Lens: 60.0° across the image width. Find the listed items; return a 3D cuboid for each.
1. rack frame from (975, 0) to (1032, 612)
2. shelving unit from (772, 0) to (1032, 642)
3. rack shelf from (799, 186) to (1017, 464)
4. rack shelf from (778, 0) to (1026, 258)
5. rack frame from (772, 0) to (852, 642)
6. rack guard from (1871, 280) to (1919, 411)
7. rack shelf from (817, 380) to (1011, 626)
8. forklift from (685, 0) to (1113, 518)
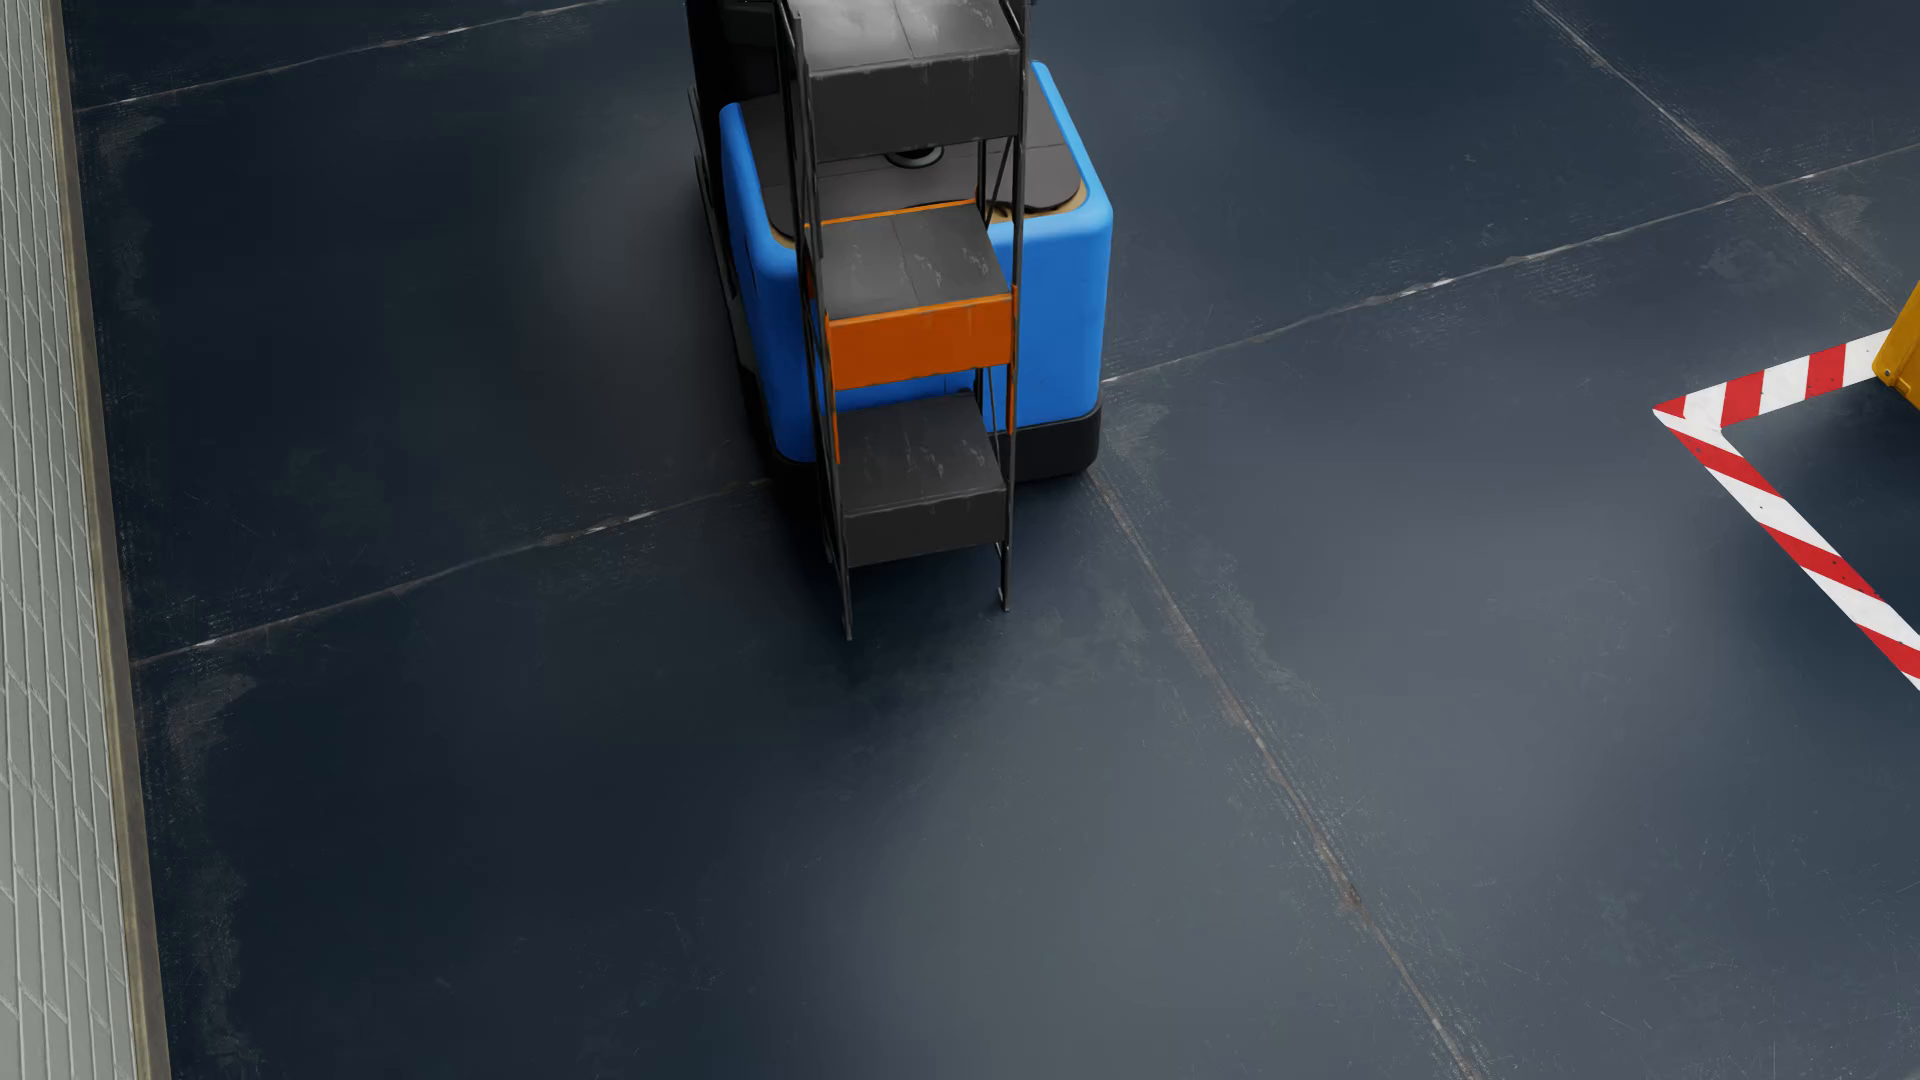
[{"bbox_3d":[0.098,-0.613,4.392,0.015,2.100,0.400,-10,50,-9],"label":"rack frame"},{"bbox_3d":[-0.140,-0.571,4.356,0.503,2.100,0.431,-10,50,-9],"label":"shelving unit"},{"bbox_3d":[-0.140,-0.562,4.366,0.480,0.518,0.431,-10,50,-9],"label":"rack shelf"},{"bbox_3d":[-0.140,-1.018,3.835,0.480,0.518,0.431,-10,50,-9],"label":"rack shelf"},{"bbox_3d":[-0.377,-0.528,4.320,0.015,2.100,0.400,-10,50,-9],"label":"rack frame"},{"bbox_3d":[3.517,-0.415,5.277,0.348,0.500,1.175,-17,52,-14],"label":"rack guard"},{"bbox_3d":[-0.140,-0.106,4.897,0.480,0.518,0.431,-10,50,-9],"label":"rack shelf"},{"bbox_3d":[-0.387,-2.169,5.181,1.130,2.935,3.031,-10,50,-9],"label":"forklift"}]
